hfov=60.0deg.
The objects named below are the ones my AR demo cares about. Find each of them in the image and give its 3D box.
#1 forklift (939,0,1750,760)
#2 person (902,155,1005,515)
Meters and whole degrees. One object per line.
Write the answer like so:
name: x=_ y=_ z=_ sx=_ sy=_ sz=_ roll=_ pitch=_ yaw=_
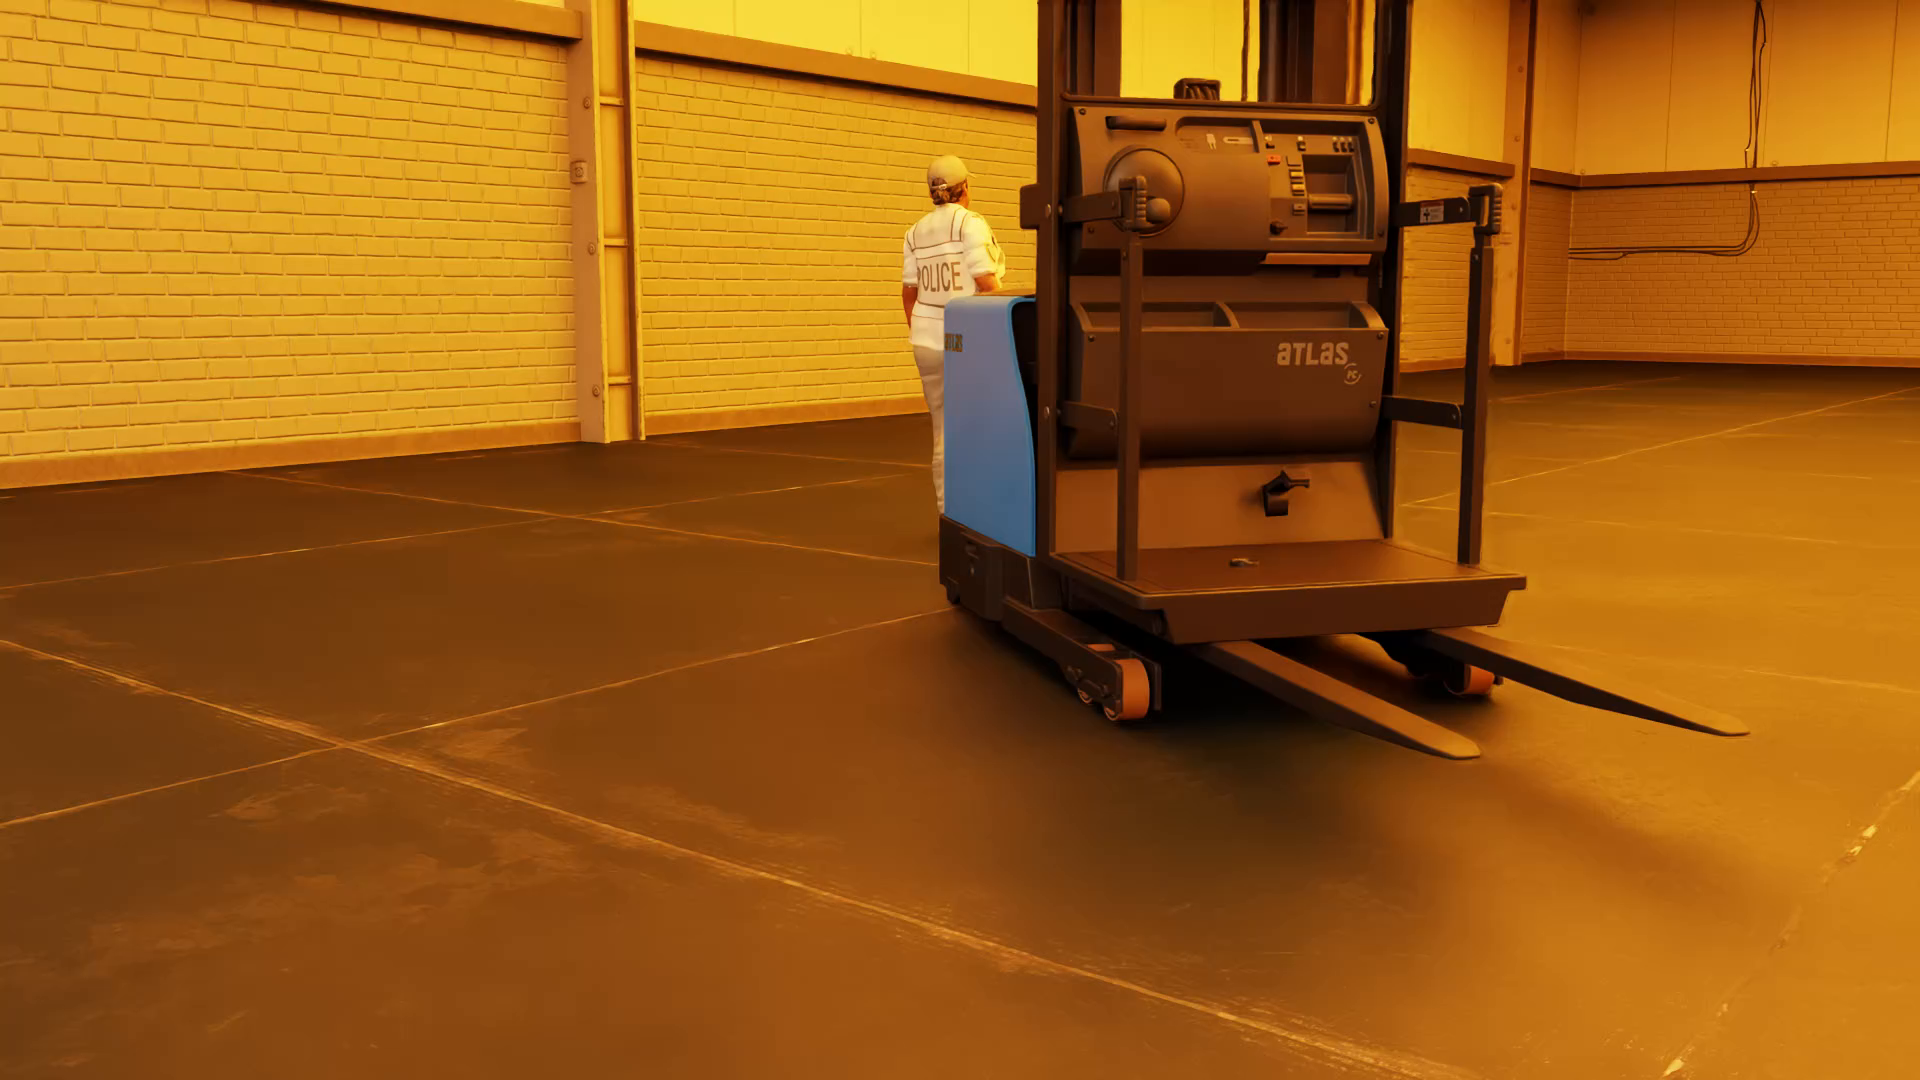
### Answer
forklift: x=0.825 y=-1.049 z=4.450 sx=1.130 sy=2.935 sz=3.031 roll=-2 pitch=9 yaw=-16
person: x=0.066 y=-0.838 z=7.328 sx=0.598 sy=1.670 sz=0.529 roll=7 pitch=11 yaw=38
